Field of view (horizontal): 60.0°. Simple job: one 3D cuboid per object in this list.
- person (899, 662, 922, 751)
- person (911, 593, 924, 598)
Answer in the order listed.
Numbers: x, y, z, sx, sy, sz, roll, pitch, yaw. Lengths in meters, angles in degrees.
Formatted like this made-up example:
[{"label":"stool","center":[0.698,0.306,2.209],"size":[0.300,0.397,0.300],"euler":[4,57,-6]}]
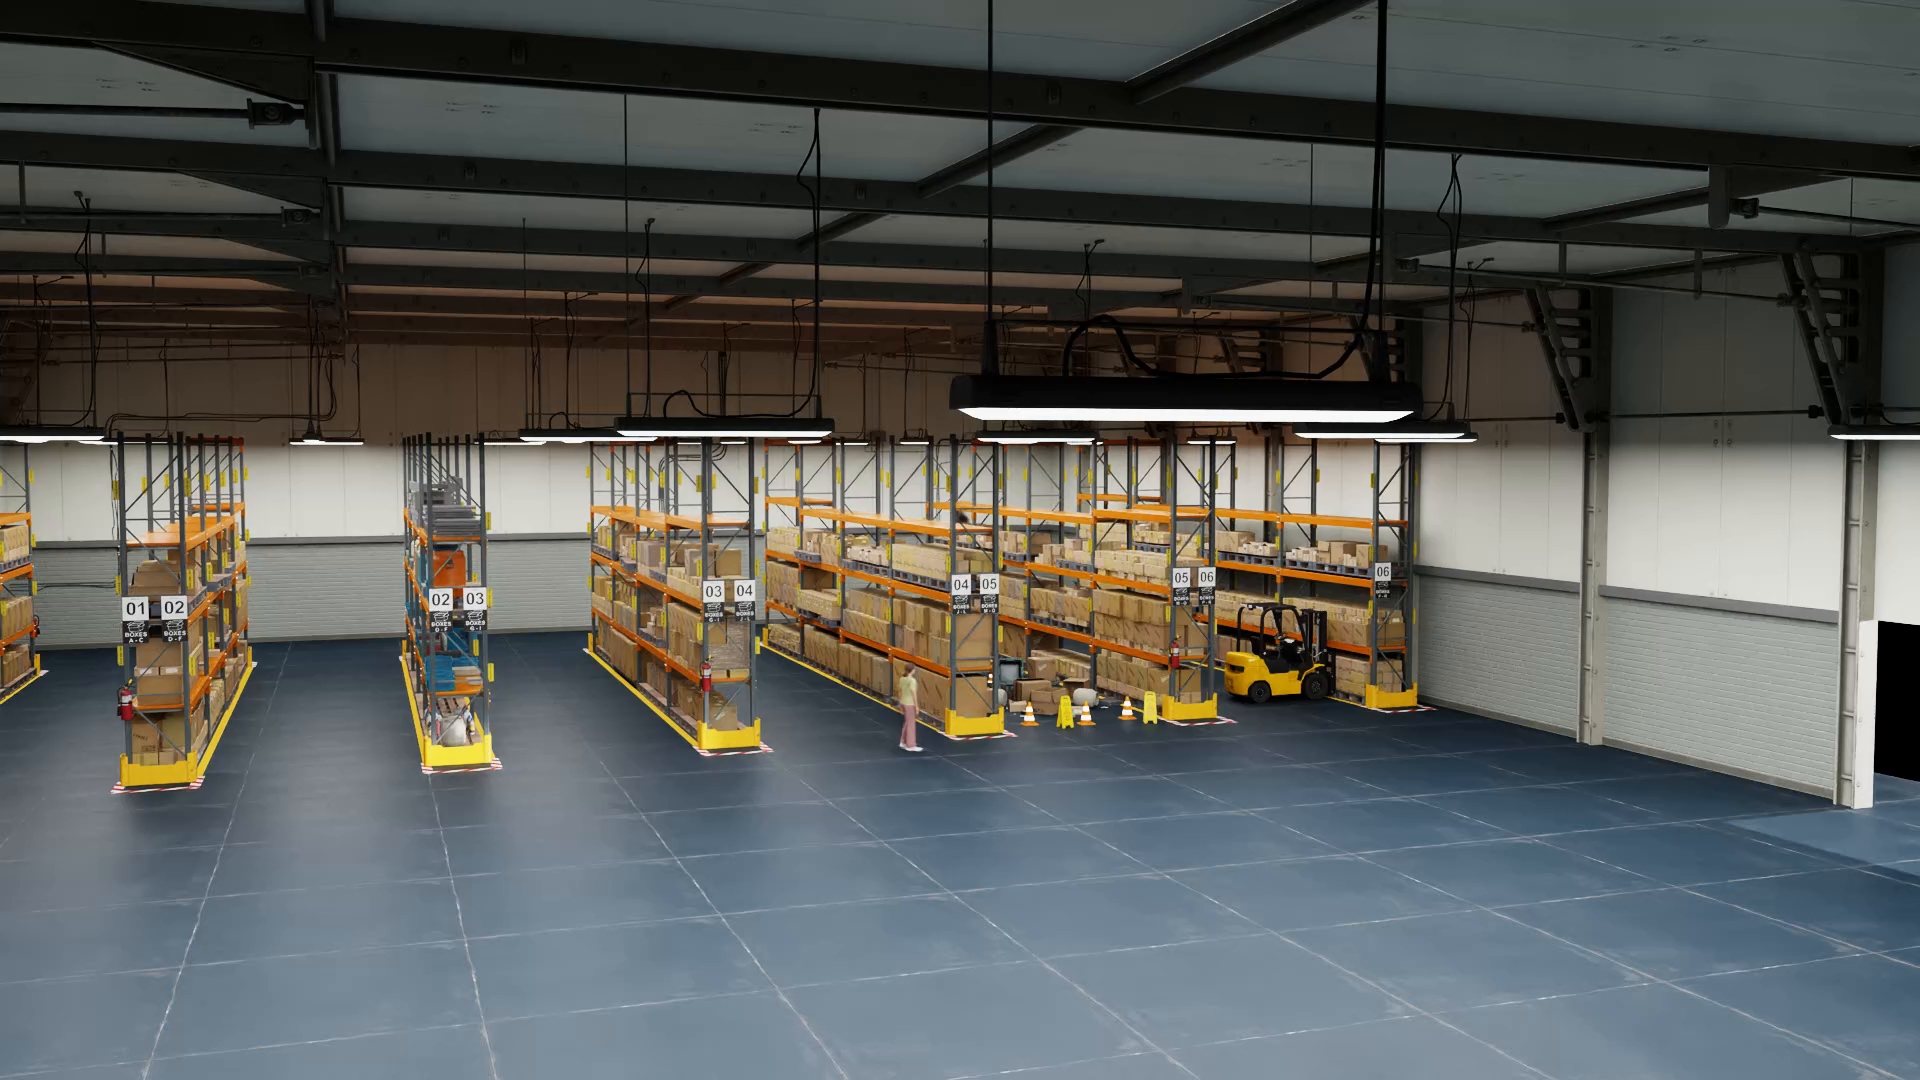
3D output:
[{"label":"person","center":[-0.944,3.179,31.468],"size":[0.356,1.739,0.533],"euler":[-2,4,-29]},{"label":"person","center":[-1.298,1.992,51.124],"size":[0.506,1.607,0.564],"euler":[2,4,33]}]
